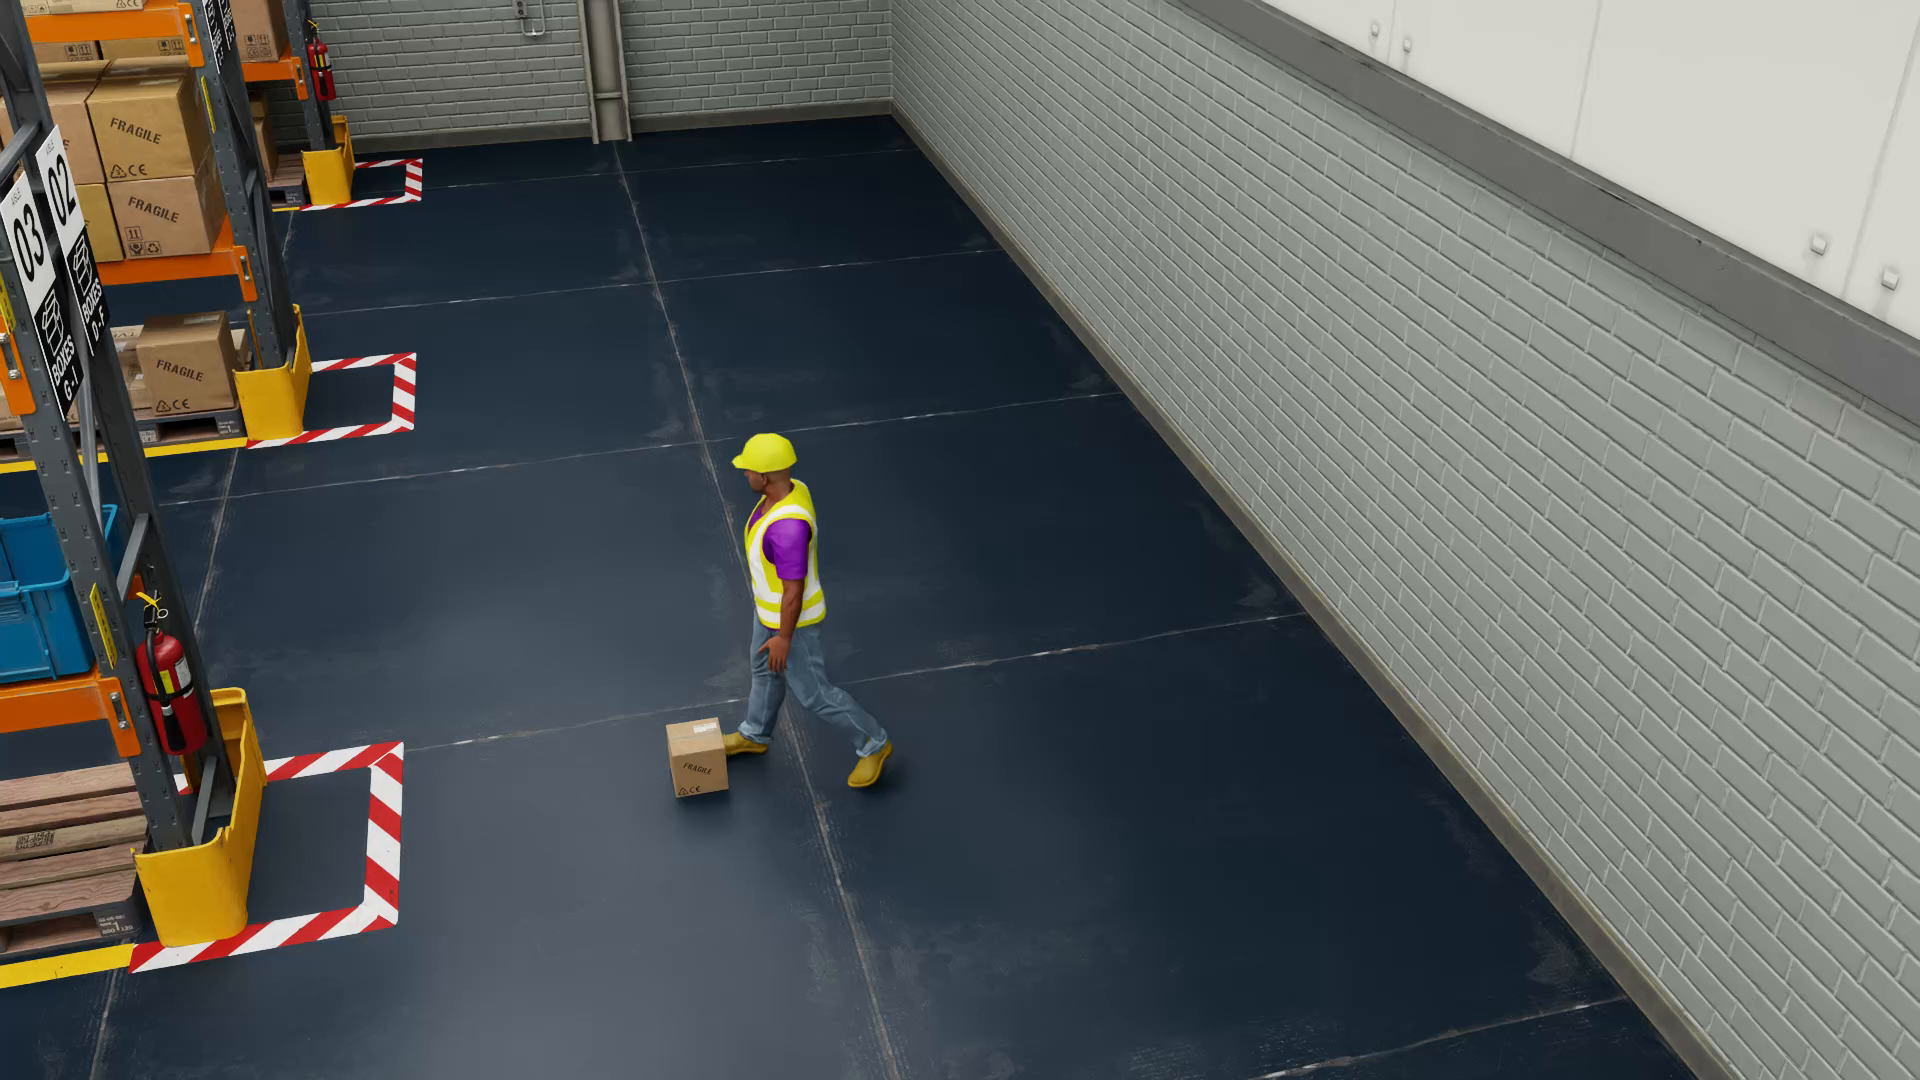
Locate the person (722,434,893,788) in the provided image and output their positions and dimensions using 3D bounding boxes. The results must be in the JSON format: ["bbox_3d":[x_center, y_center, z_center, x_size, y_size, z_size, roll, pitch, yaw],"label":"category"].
[{"bbox_3d":[-0.780,0.327,7.653,0.871,1.755,0.645,-7,31,-12],"label":"person"}]
